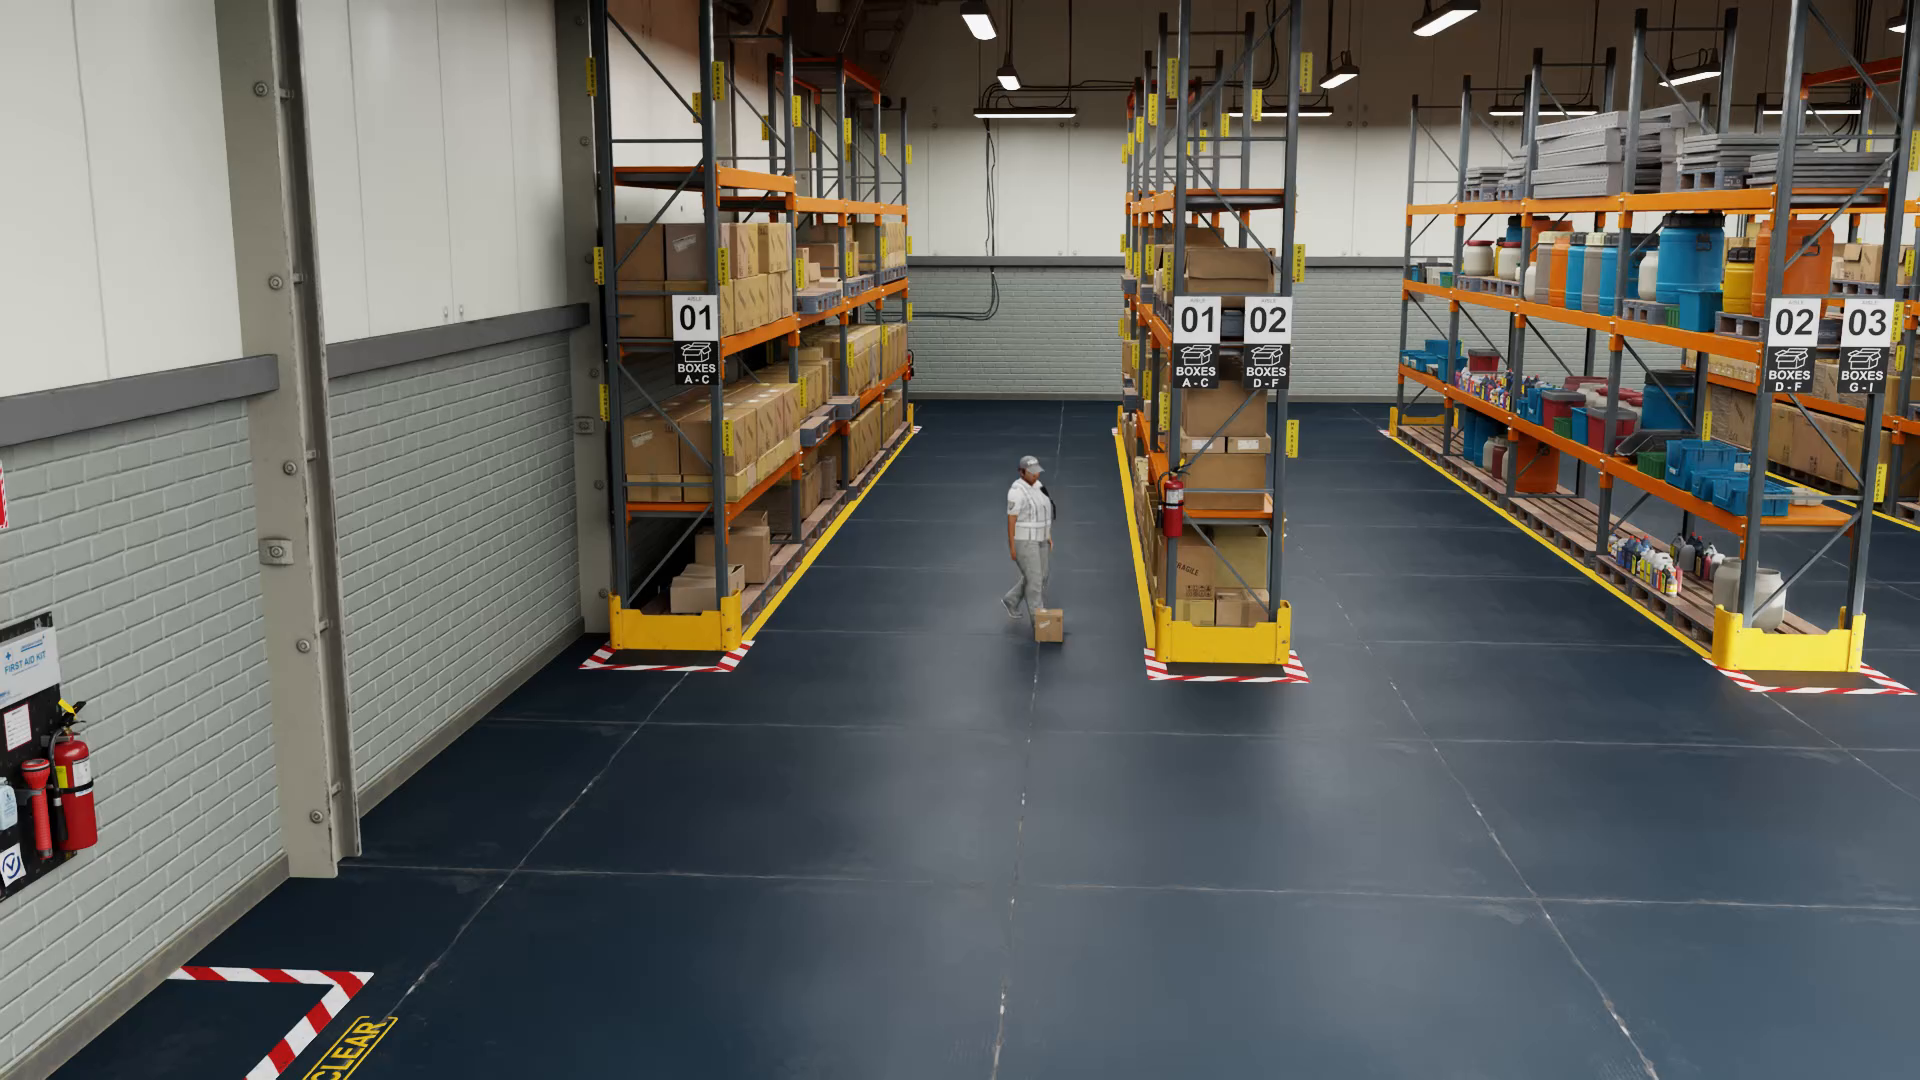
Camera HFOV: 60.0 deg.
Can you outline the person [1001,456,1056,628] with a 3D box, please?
[{"bbox_3d":[0.663,0.010,15.861,0.714,1.650,0.493,7,13,31],"label":"person"}]
